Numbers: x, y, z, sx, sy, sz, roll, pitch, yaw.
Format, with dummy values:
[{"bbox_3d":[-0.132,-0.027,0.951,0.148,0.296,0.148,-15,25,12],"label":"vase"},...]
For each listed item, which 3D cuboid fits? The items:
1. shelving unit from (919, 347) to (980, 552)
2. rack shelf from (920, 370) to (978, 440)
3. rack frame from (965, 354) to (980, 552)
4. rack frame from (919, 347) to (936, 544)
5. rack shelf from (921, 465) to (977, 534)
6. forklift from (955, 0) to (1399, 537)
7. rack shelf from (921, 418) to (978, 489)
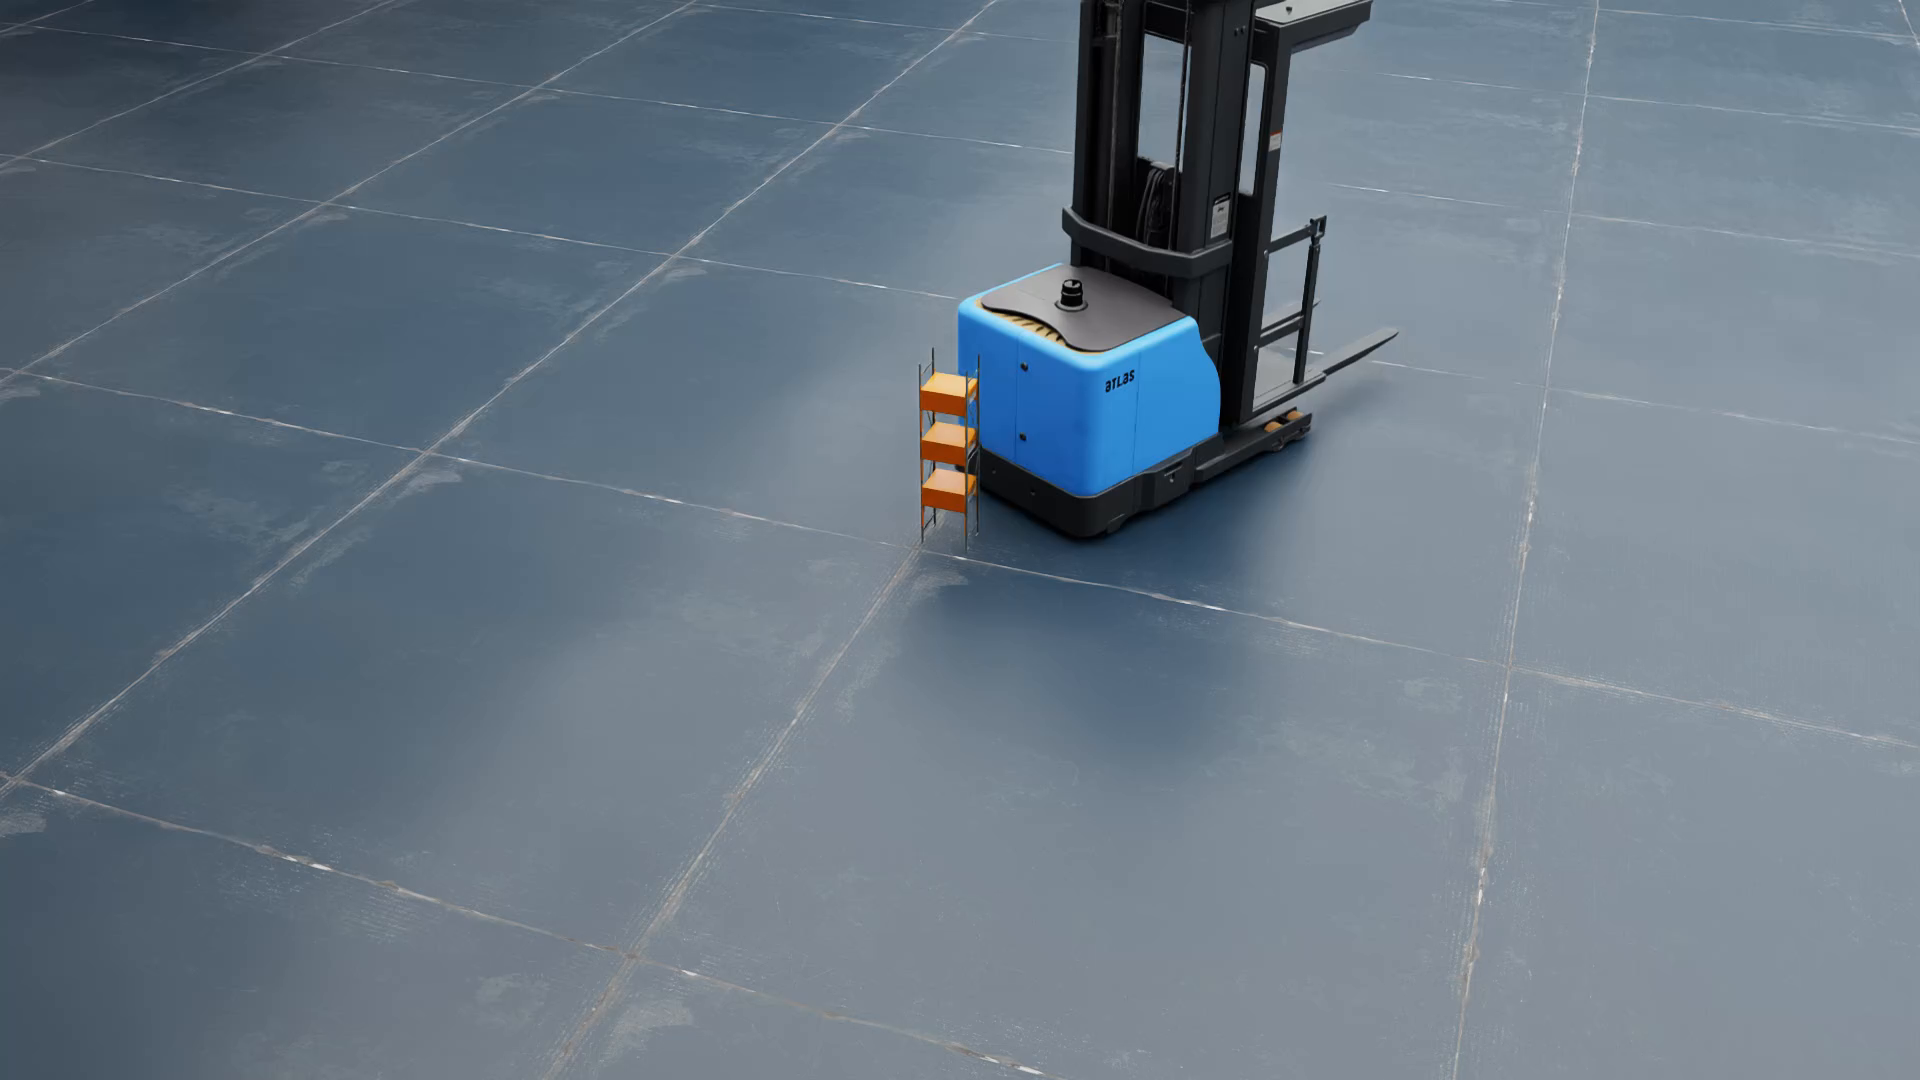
[{"bbox_3d":[-0.050,-0.451,8.480,0.252,1.050,0.215,11,34,16],"label":"shelving unit"},{"bbox_3d":[-0.050,-0.680,8.332,0.240,0.259,0.215,11,34,16],"label":"rack shelf"},{"bbox_3d":[0.064,-0.429,8.446,0.008,1.050,0.200,11,34,16],"label":"rack frame"},{"bbox_3d":[-0.165,-0.473,8.515,0.008,1.050,0.200,11,34,16],"label":"rack frame"},{"bbox_3d":[-0.050,-0.208,8.637,0.240,0.259,0.215,11,34,16],"label":"rack shelf"},{"bbox_3d":[1.398,-1.927,9.032,3.031,2.935,1.130,-26,41,-35],"label":"forklift"},{"bbox_3d":[-0.050,-0.442,8.486,0.240,0.259,0.215,11,34,16],"label":"rack shelf"}]
